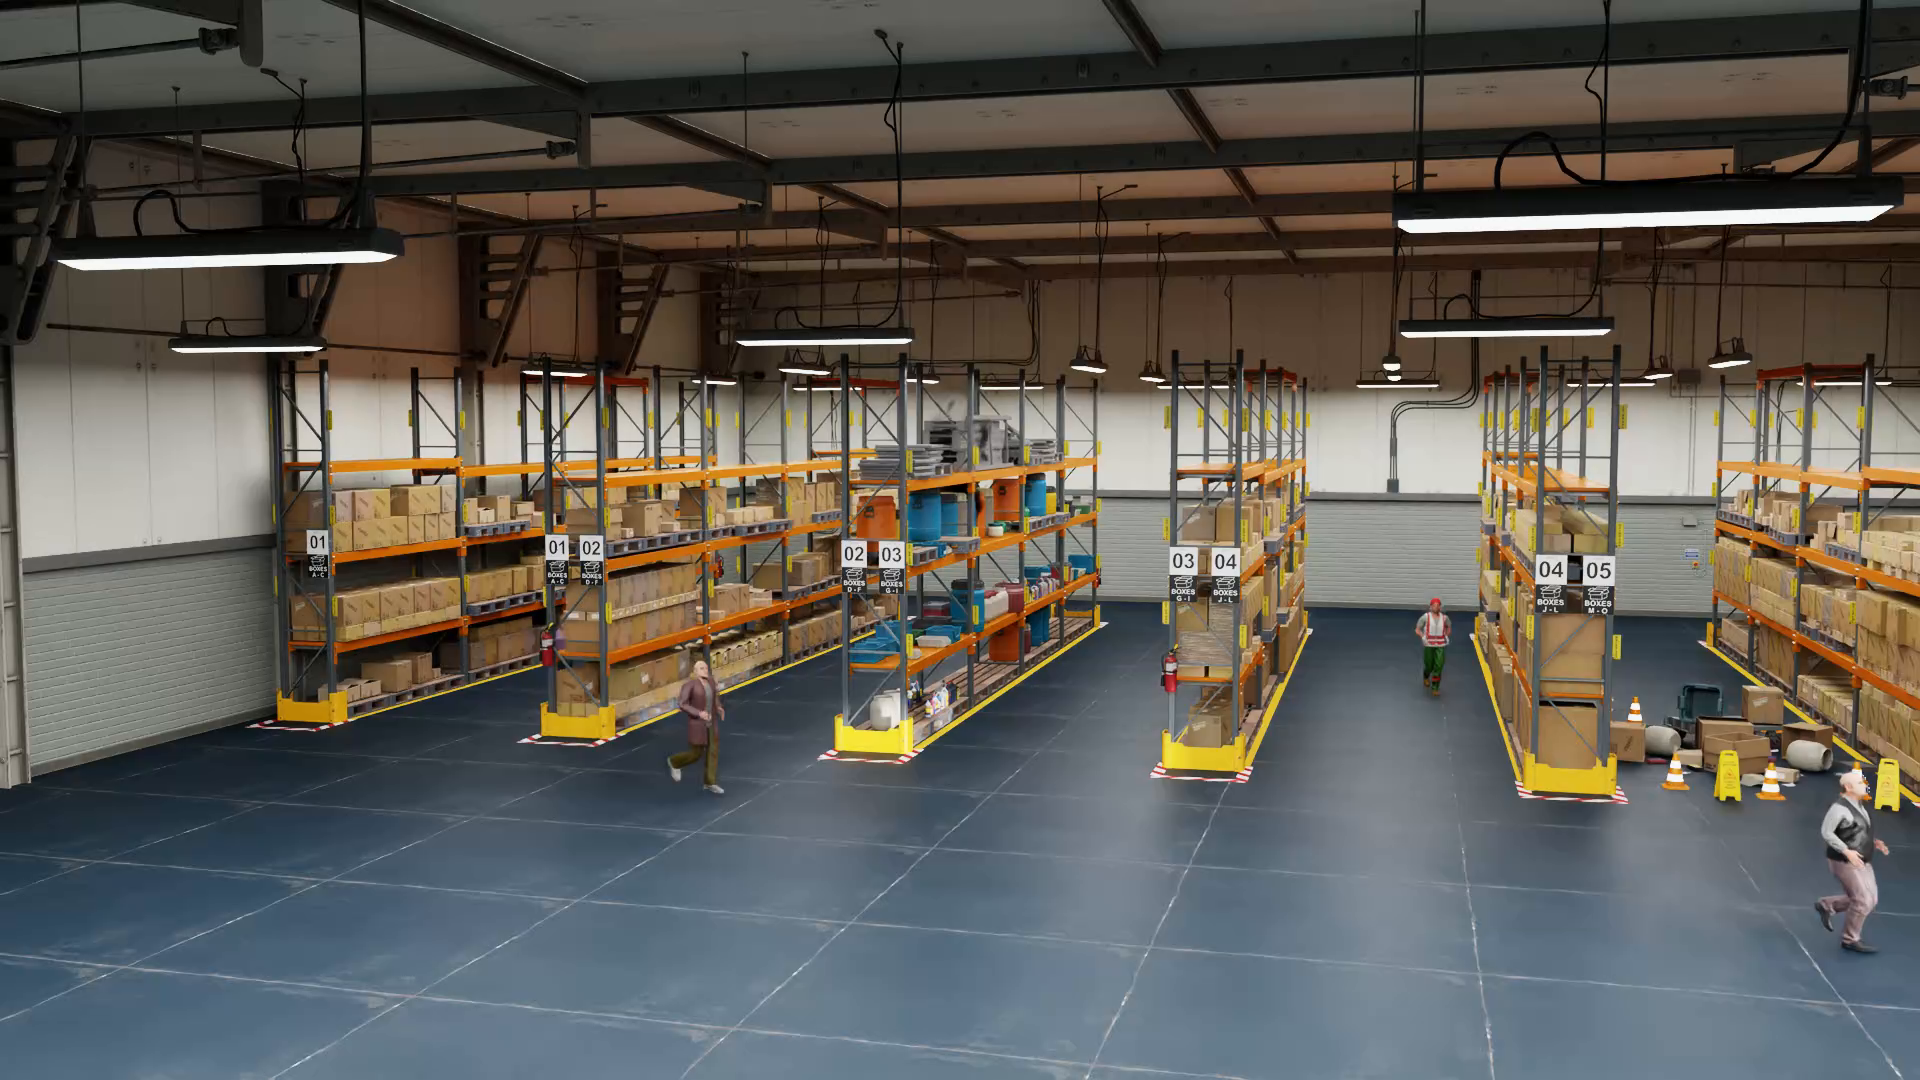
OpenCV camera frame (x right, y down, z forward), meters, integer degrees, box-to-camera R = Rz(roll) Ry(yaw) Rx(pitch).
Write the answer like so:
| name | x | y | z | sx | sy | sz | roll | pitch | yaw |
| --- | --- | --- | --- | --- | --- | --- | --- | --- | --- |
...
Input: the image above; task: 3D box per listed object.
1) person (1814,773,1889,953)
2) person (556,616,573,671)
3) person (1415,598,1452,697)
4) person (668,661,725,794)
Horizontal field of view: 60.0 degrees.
| name | x | y | z | sx | sy | sz | roll | pitch | yaw |
| --- | --- | --- | --- | --- | --- | --- | --- | --- | --- |
| person | 8.393 | 3.030 | 15.748 | 0.652 | 1.680 | 0.640 | -3 | 5 | -37 |
| person | -7.009 | 2.109 | 29.515 | 0.536 | 1.568 | 0.638 | 0 | 4 | 2 |
| person | 8.636 | 1.933 | 30.277 | 0.667 | 1.763 | 0.860 | 0 | 4 | 5 |
| person | -3.536 | 2.512 | 22.544 | 0.934 | 1.779 | 0.718 | 3 | 5 | 40 |
